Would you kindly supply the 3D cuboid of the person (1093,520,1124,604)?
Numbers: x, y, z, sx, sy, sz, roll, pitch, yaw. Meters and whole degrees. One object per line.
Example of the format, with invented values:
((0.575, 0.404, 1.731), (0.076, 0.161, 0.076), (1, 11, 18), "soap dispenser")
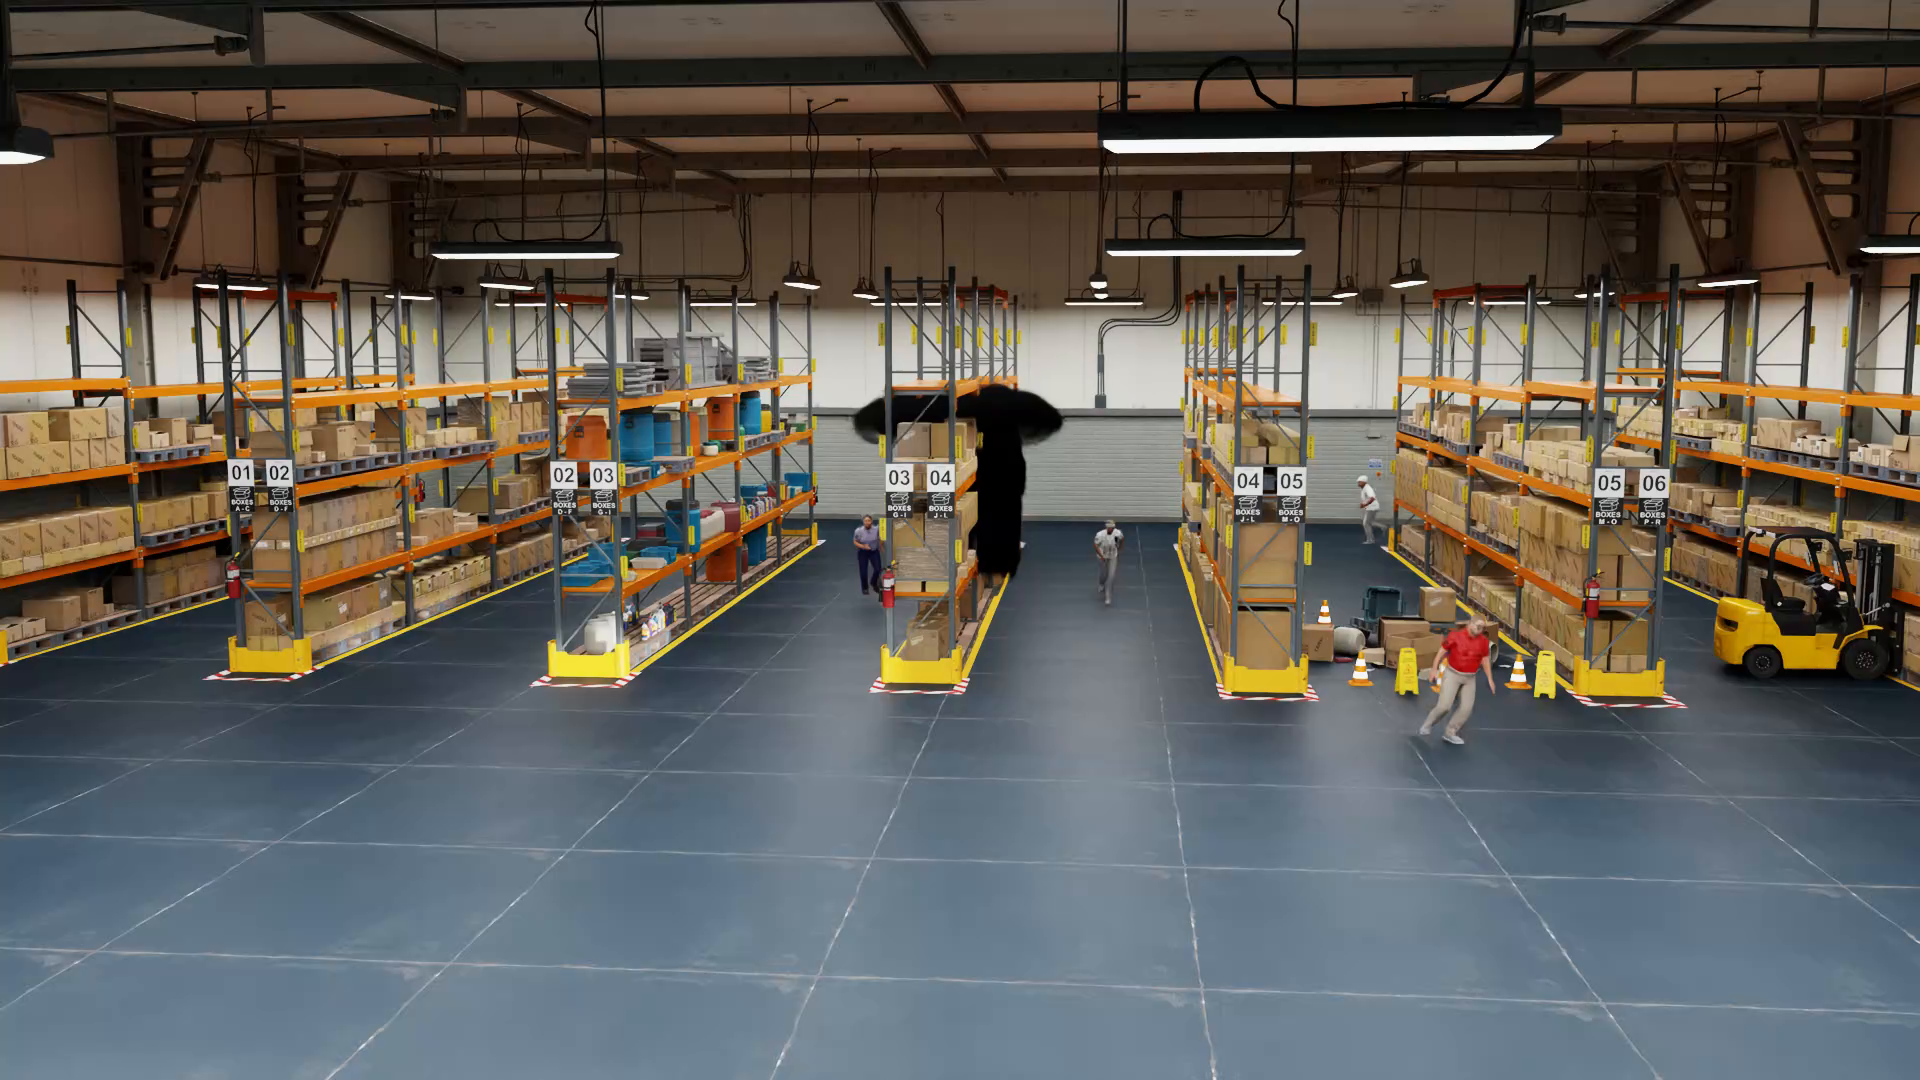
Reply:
((2.824, 0.378, 31.811), (0.600, 1.623, 0.975), (-1, 7, -8), "person")

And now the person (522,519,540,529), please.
((-10.964, -0.967, 42.626), (1.063, 1.594, 0.696), (5, 9, 35), "person")

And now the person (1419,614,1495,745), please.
((6.139, 1.695, 20.499), (0.809, 1.648, 0.646), (-1, 7, -9), "person")

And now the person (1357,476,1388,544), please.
((10.009, -0.720, 40.410), (0.810, 1.691, 0.703), (1, 7, 5), "person")

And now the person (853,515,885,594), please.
((-1.697, 0.279, 31.082), (0.608, 1.547, 0.827), (-1, 7, -8), "person")
